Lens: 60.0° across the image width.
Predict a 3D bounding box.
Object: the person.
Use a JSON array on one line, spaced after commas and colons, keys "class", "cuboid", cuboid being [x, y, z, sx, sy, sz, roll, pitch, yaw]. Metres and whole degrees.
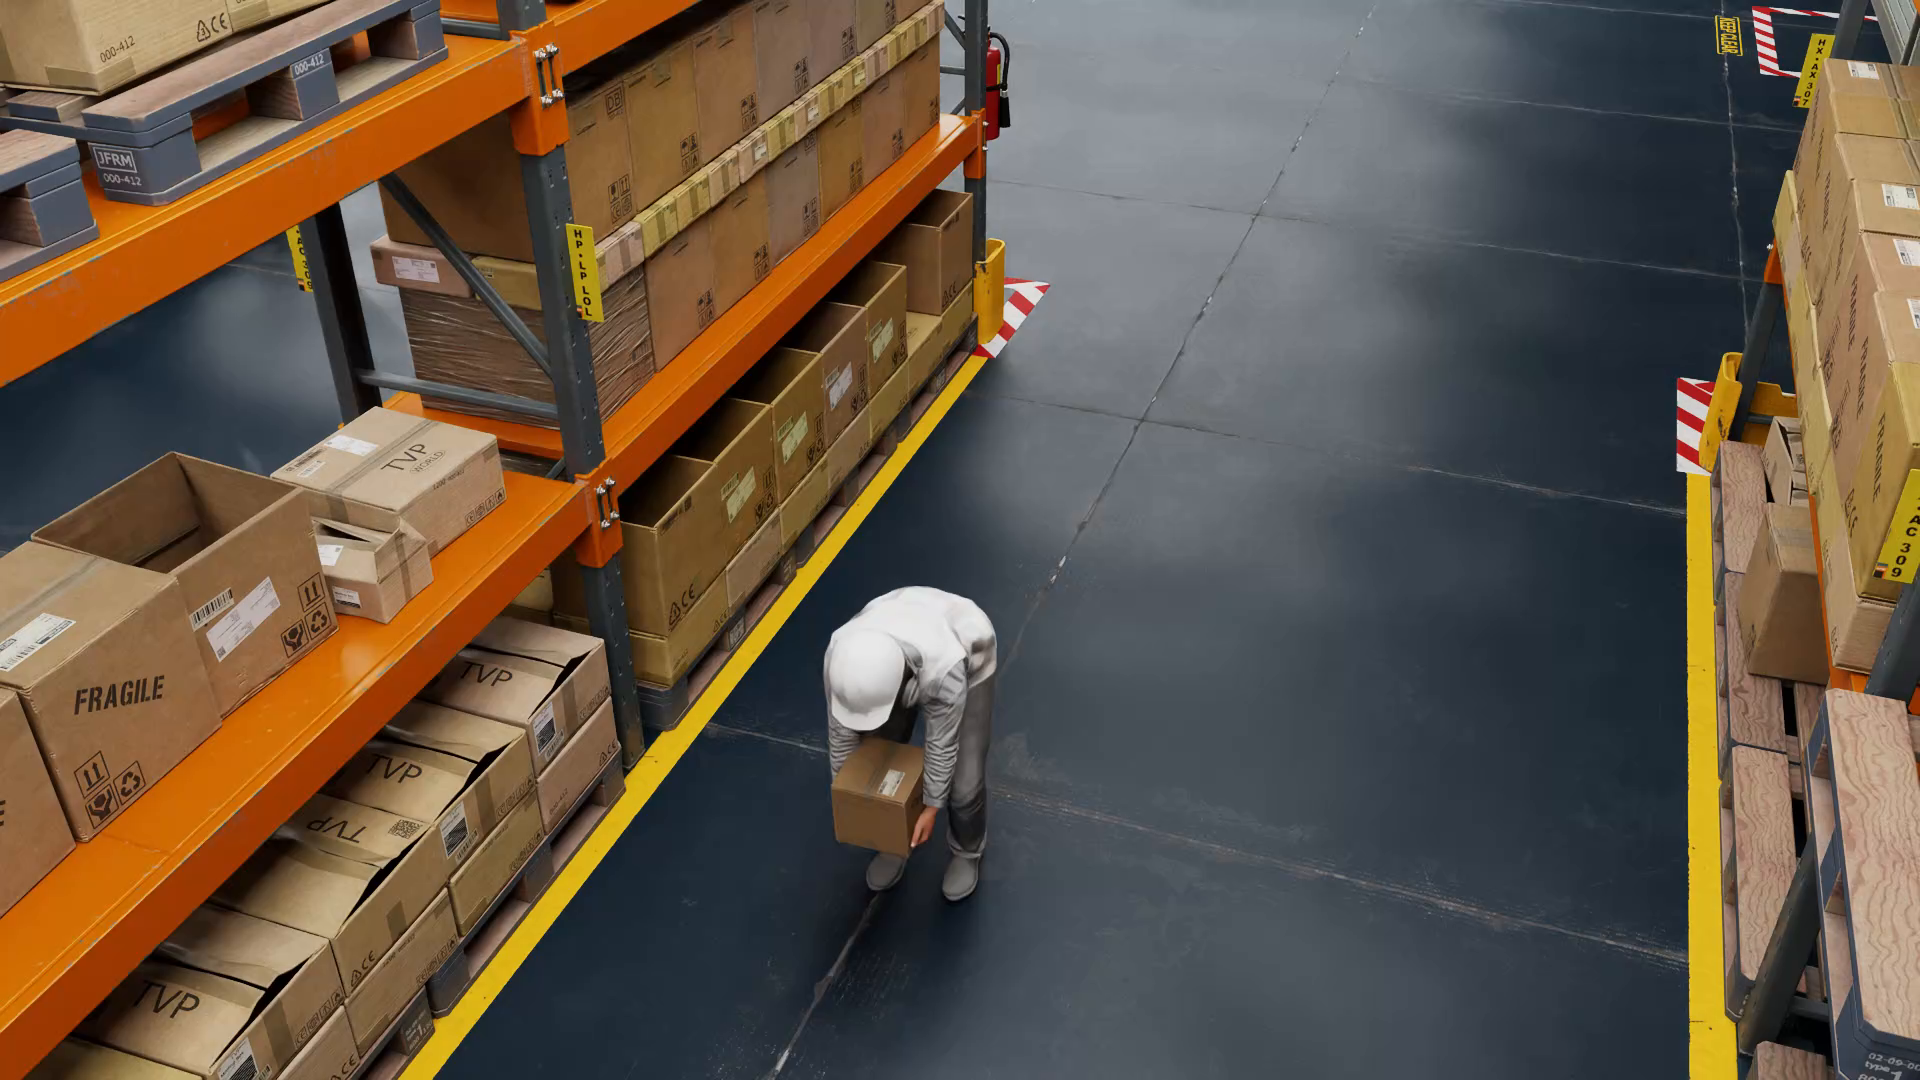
[{"class": "person", "cuboid": [-0.171, 0.684, 5.418, 0.465, 1.389, 0.920, 10, 34, 15]}]
